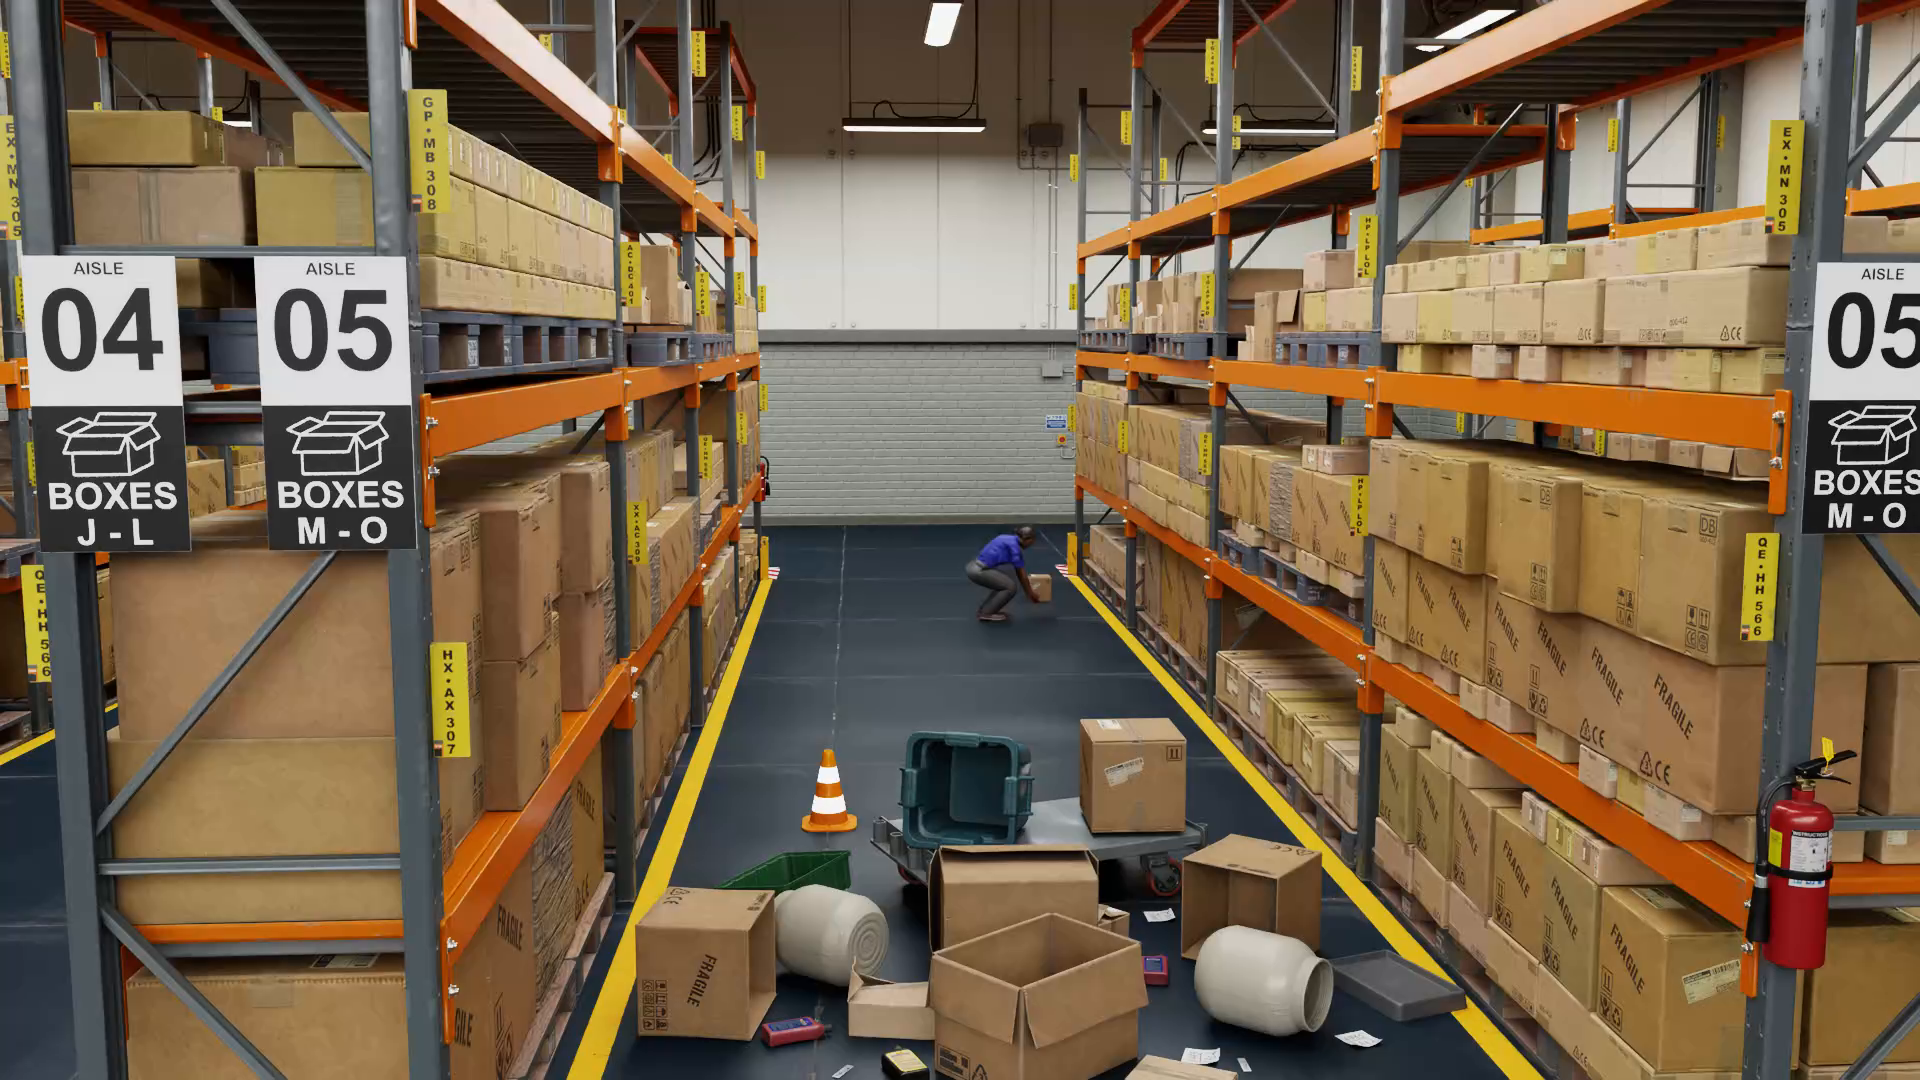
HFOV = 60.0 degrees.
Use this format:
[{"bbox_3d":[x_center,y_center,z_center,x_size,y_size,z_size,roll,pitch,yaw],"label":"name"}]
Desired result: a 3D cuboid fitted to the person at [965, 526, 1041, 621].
[{"bbox_3d":[0.452,0.348,17.718,0.796,0.988,0.490,0,7,-4],"label":"person"}]
